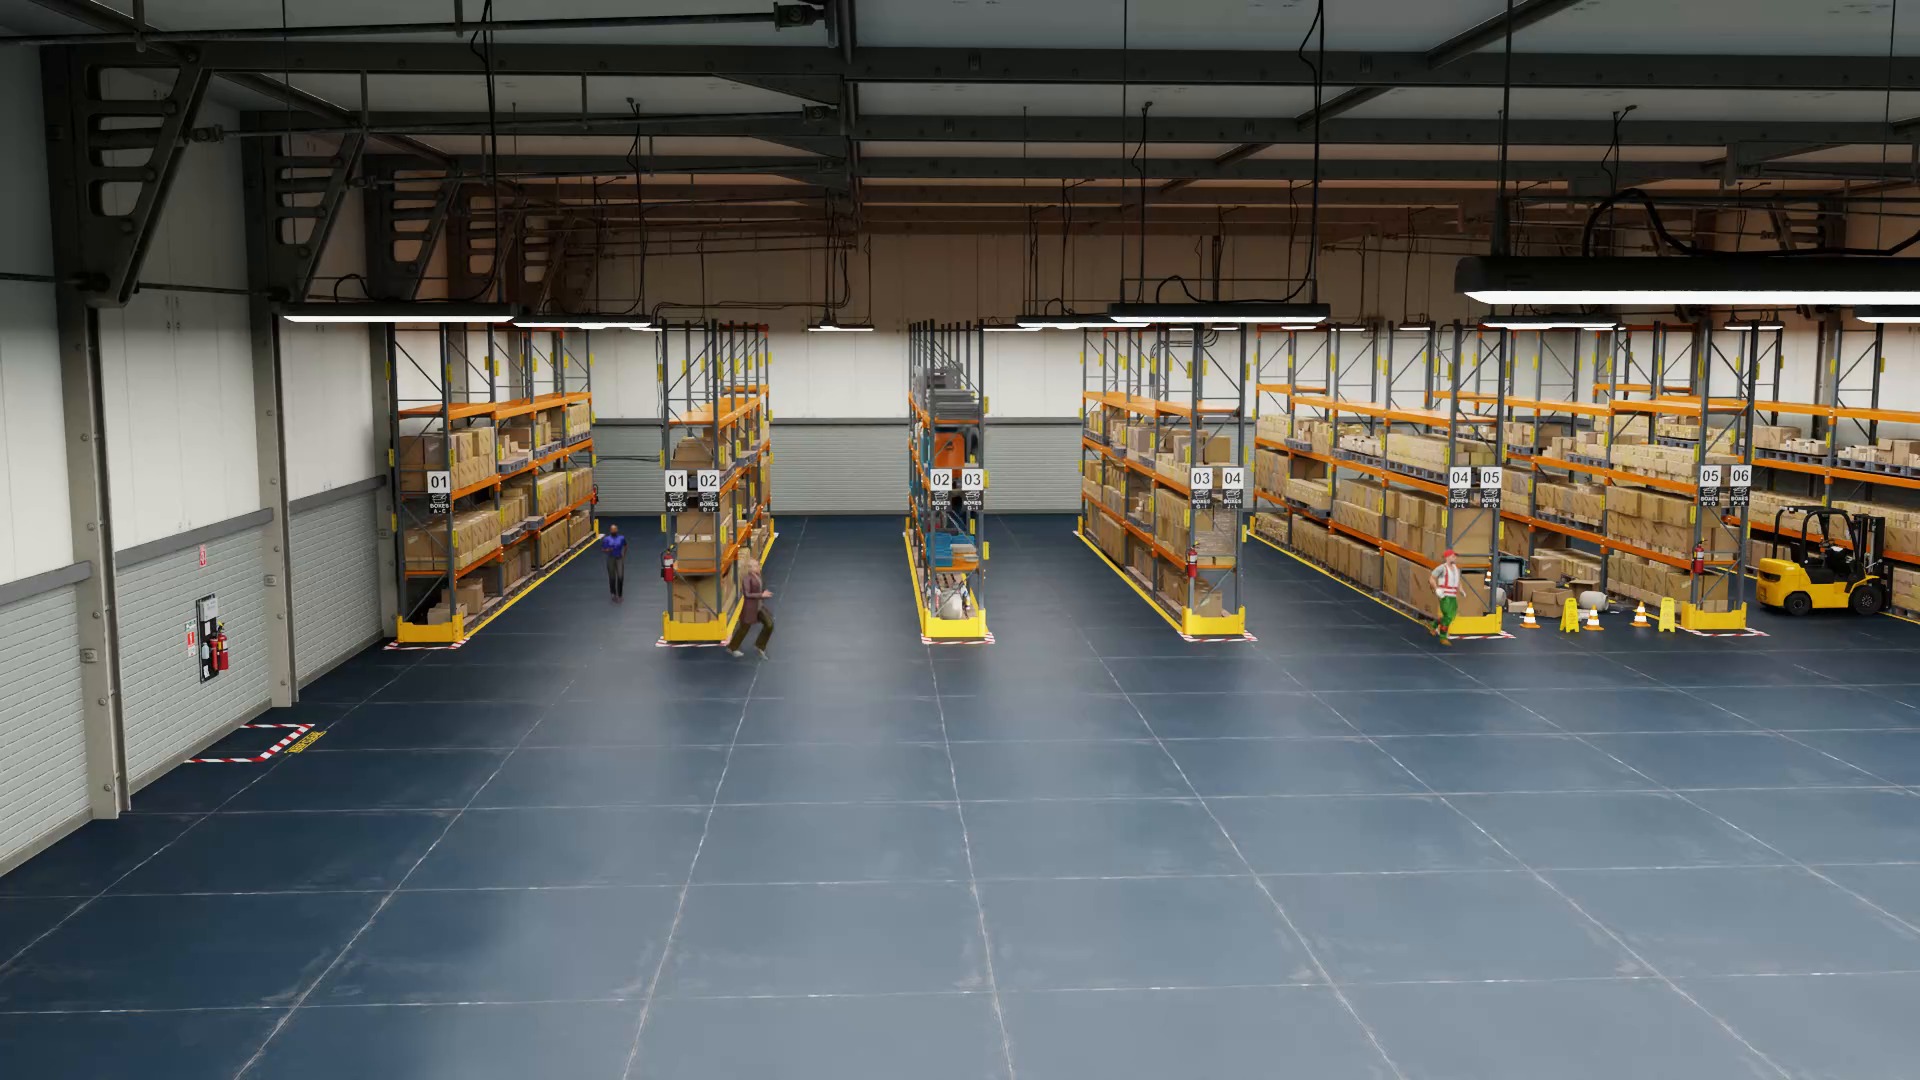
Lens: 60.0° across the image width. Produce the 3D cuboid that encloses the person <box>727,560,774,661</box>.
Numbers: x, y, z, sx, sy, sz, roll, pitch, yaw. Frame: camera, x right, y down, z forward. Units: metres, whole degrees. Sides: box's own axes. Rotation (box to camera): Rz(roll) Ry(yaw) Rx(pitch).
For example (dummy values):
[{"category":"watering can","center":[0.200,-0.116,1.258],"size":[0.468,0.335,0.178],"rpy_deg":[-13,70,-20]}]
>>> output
[{"category":"person","center":[-3.650,1.232,29.319],"size":[0.964,1.807,0.728],"rpy_deg":[4,8,29]}]

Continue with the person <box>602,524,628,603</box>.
[{"category":"person","center":[-7.398,0.509,35.688],"size":[0.558,1.705,0.698],"rpy_deg":[-2,7,-14]}]

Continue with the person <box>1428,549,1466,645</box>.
[{"category":"person","center":[9.049,1.047,30.988],"size":[0.712,1.746,0.642],"rpy_deg":[-4,8,-30]}]
